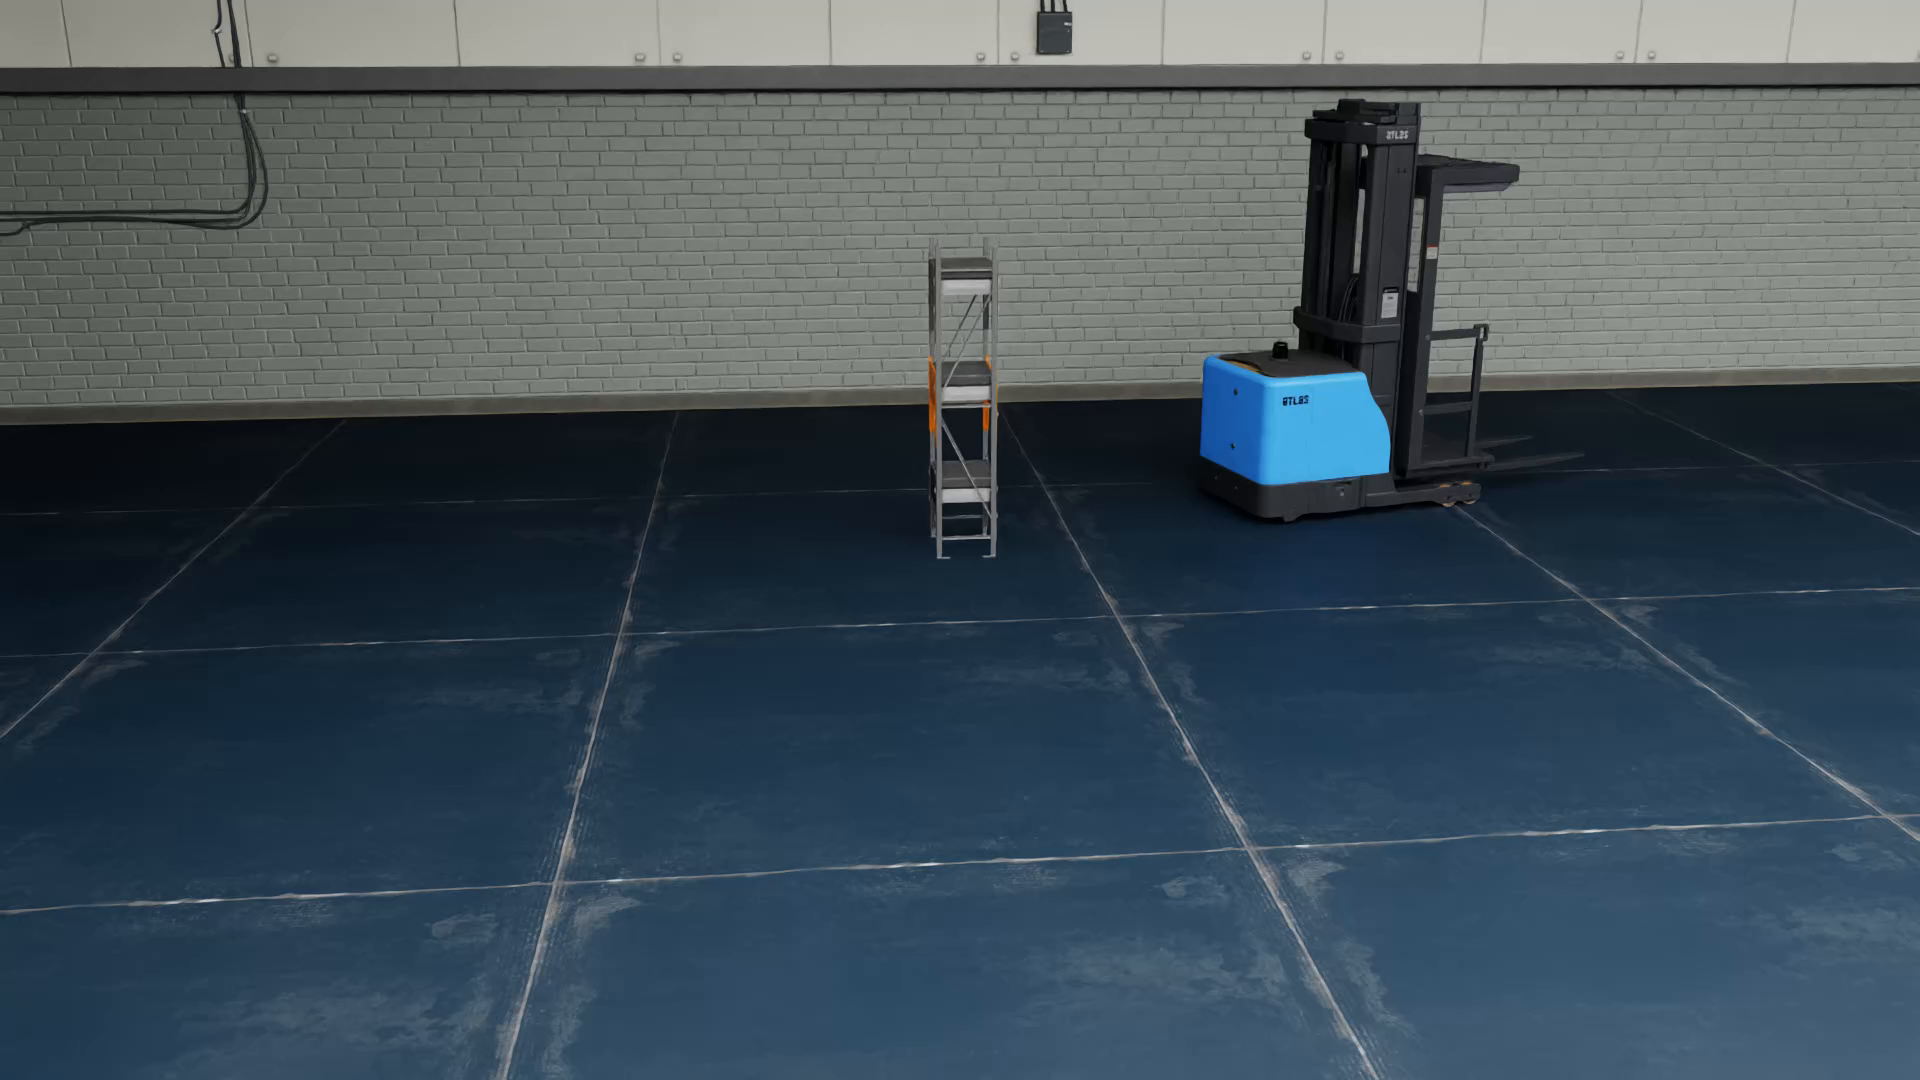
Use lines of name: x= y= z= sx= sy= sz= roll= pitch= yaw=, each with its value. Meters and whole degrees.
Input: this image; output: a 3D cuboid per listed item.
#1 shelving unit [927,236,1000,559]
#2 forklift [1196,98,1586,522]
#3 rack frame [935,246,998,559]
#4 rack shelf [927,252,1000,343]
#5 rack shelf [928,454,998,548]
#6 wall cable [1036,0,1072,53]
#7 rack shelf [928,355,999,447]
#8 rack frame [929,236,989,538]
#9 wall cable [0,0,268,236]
shelving unit: x=0.017 y=-0.952 z=11.205 sx=0.431 sy=2.100 sz=0.503 roll=-2 pitch=18 yaw=-6
forklift: x=3.389 y=-1.788 z=12.480 sx=3.031 sy=2.935 sz=1.130 roll=-7 pitch=19 yaw=-20
rack frame: x=0.042 y=-0.880 z=10.974 sx=0.400 sy=2.100 sz=0.015 roll=-2 pitch=18 yaw=-6
rack shelf: x=0.017 y=-1.607 z=11.000 sx=0.431 sy=0.518 sz=0.480 roll=-2 pitch=18 yaw=-6
rack shelf: x=0.017 y=-0.272 z=11.419 sx=0.431 sy=0.518 sz=0.480 roll=-2 pitch=18 yaw=-6
wall cable: x=1.841 y=-7.260 z=14.102 sx=2.305 sy=6.003 sz=0.169 roll=-2 pitch=18 yaw=-6
rack shelf: x=0.017 y=-0.939 z=11.210 sx=0.431 sy=0.518 sz=0.480 roll=-2 pitch=18 yaw=-6
rack frame: x=-0.008 y=-1.025 z=11.437 sx=0.400 sy=2.100 sz=0.015 roll=-2 pitch=18 yaw=-6
wall cable: x=-7.604 y=-3.868 z=14.157 sx=3.097 sy=2.526 sz=0.112 roll=-2 pitch=18 yaw=-6
